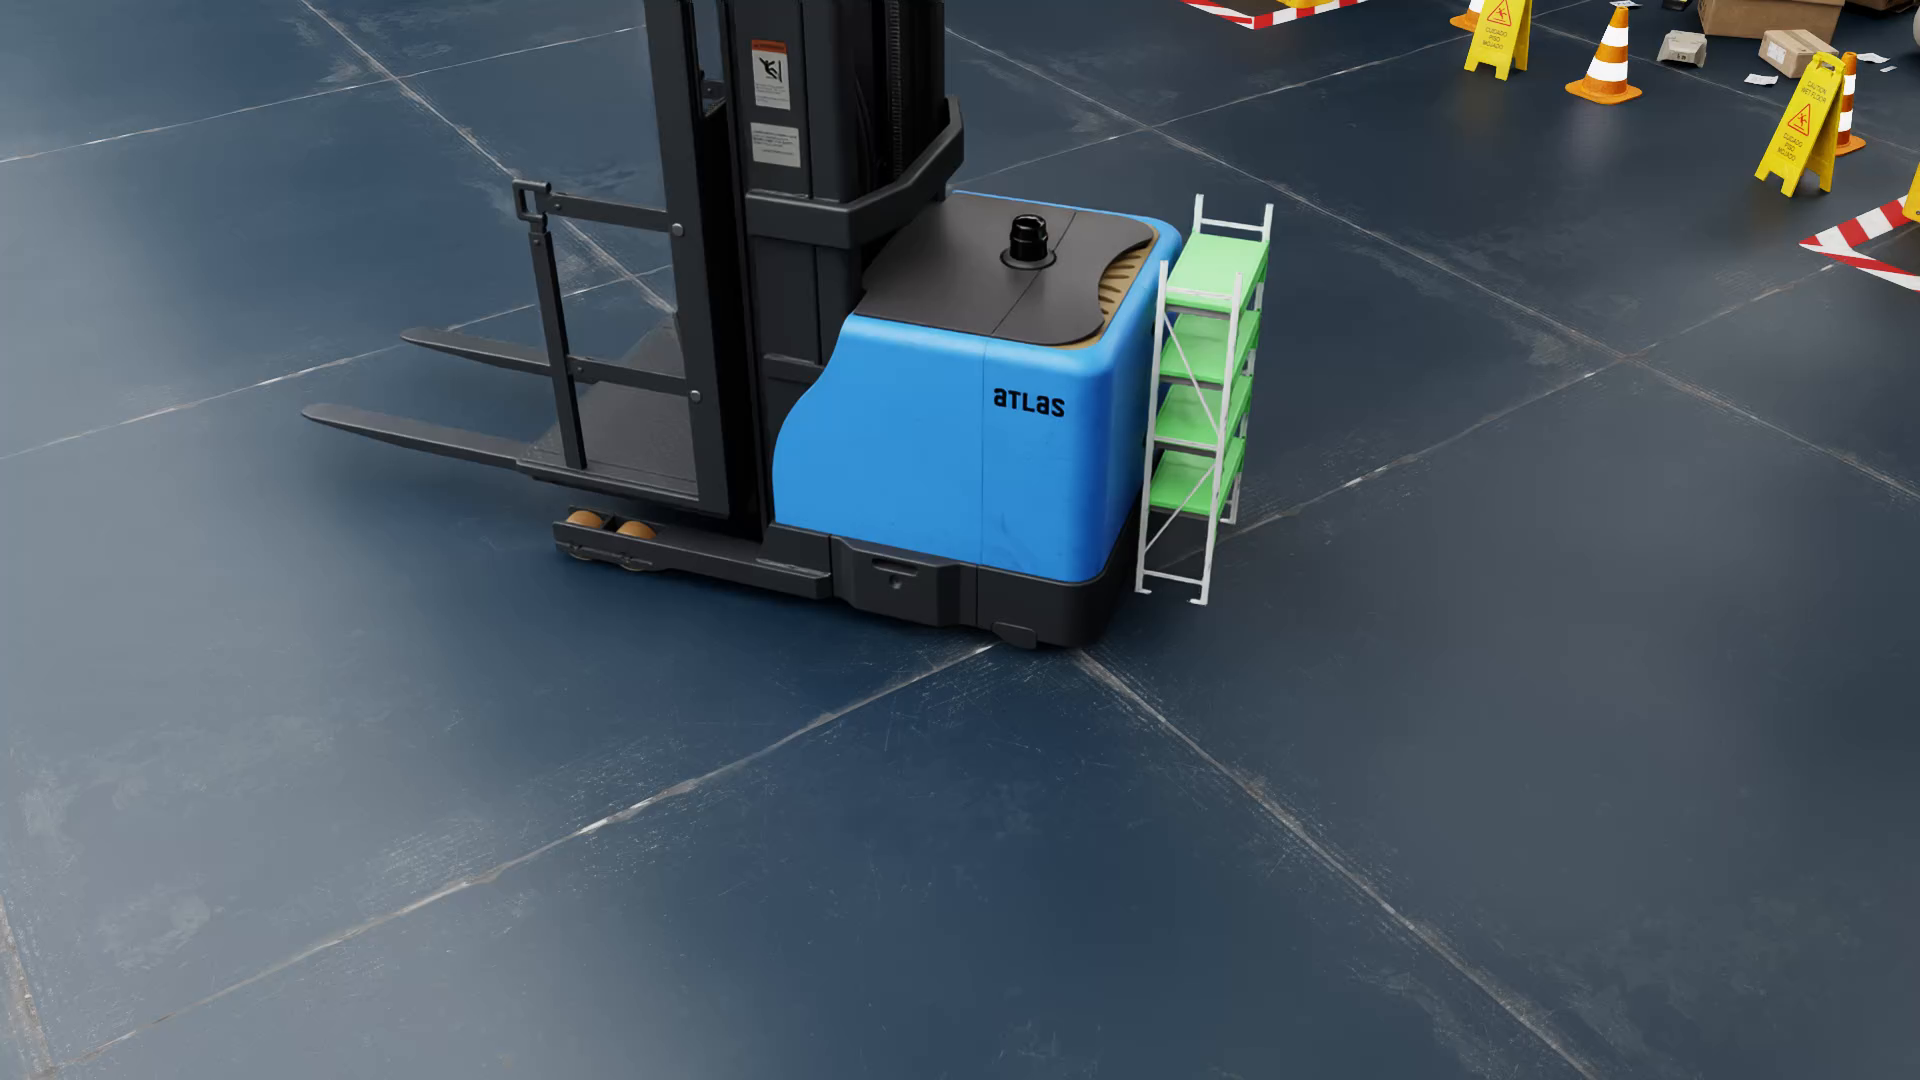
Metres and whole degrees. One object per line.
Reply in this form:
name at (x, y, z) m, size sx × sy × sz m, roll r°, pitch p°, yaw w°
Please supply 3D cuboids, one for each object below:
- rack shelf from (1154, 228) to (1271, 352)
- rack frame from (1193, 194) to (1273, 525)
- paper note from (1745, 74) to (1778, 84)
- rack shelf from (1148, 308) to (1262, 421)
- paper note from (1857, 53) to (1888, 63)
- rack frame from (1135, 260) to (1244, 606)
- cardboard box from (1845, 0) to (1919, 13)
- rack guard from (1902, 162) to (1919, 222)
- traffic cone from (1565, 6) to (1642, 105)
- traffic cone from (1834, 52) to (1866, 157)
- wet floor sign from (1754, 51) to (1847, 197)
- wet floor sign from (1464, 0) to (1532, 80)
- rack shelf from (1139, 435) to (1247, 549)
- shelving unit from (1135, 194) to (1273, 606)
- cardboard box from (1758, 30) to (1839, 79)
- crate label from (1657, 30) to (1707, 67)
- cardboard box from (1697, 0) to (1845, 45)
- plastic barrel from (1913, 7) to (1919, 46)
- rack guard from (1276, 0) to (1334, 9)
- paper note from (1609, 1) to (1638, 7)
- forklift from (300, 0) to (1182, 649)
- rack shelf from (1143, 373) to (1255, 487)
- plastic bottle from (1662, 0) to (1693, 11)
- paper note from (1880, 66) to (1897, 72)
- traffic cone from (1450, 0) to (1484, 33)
rack shelf at (0.774, -0.770, 5.081) m, size 0.258 × 0.148 × 0.480 m, roll 11°, pitch 37°, yaw 15°
rack frame at (0.852, -0.567, 5.511) m, size 0.240 × 1.200 × 0.015 m, roll 11°, pitch 37°, yaw 15°
paper note at (4.493, -2.586, 9.319) m, size 0.148 × 0.019 × 0.142 m, roll 22°, pitch 41°, yaw 28°
rack shelf at (0.774, -0.575, 5.221) m, size 0.258 × 0.148 × 0.480 m, roll 11°, pitch 37°, yaw 15°
paper note at (5.274, -2.795, 9.620) m, size 0.142 × 0.019 × 0.148 m, roll -9°, pitch 37°, yaw -12°
rack frame at (0.696, -0.297, 5.136) m, size 0.240 × 1.200 × 0.015 m, roll 11°, pitch 37°, yaw 15°
cardboard box at (5.604, -3.682, 10.323) m, size 0.503 × 0.637 × 0.797 m, roll -22°, pitch 41°, yaw -28°
rack guard at (4.930, -1.534, 7.455) m, size 0.348 × 0.500 × 1.175 m, roll -22°, pitch 41°, yaw -28°
traffic cone at (3.558, -2.669, 9.065) m, size 0.334 × 0.463 × 0.336 m, roll -22°, pitch 41°, yaw -28°
traffic cone at (4.476, -2.254, 8.487) m, size 0.334 × 0.463 × 0.336 m, roll -22°, pitch 41°, yaw -28°
wet floor sign at (4.096, -2.014, 7.998) m, size 0.232 × 0.644 × 0.267 m, roll -9°, pitch 37°, yaw -12°
wet floor sign at (3.050, -2.941, 9.287) m, size 0.267 × 0.644 × 0.232 m, roll 30°, pitch 45°, yaw 35°
rack shelf at (0.774, -0.186, 5.501) m, size 0.258 × 0.148 × 0.480 m, roll 11°, pitch 37°, yaw 15°
shelving unit at (0.774, -0.432, 5.324) m, size 0.258 × 1.200 × 0.503 m, roll 11°, pitch 37°, yaw 15°
cardboard box at (4.775, -2.771, 9.475) m, size 0.250 × 0.149 × 0.380 m, roll -3°, pitch 36°, yaw -4°
crate label at (4.165, -2.831, 9.569) m, size 0.250 × 0.136 × 0.298 m, roll 15°, pitch 38°, yaw 20°
cardboard box at (4.845, -3.309, 9.920) m, size 0.797 × 0.503 × 0.637 m, roll 9°, pitch 37°, yaw 12°
plastic barrel at (5.684, -2.895, 9.412) m, size 0.421 × 0.421 × 0.512 m, roll 3°, pitch 36°, yaw 4°
rack guard at (1.914, -3.829, 10.645) m, size 0.348 × 0.500 × 1.175 m, roll -22°, pitch 41°, yaw -28°
paper note at (4.159, -3.349, 10.381) m, size 0.142 × 0.017 × 0.144 m, roll -9°, pitch 37°, yaw -12°
forklift at (-0.847, -1.362, 5.134) m, size 3.031 × 2.935 × 1.130 m, roll 11°, pitch 37°, yaw 15°
rack shelf at (0.774, -0.381, 5.361) m, size 0.258 × 0.148 × 0.480 m, roll 11°, pitch 37°, yaw 15°
plastic bottle at (4.505, -3.387, 10.407) m, size 0.133 × 0.061 × 0.283 m, roll 22°, pitch 41°, yaw 28°
paper note at (5.289, -2.683, 9.472) m, size 0.123 × 0.001 × 0.032 m, roll -22°, pitch 41°, yaw -28°
traffic cone at (3.185, -3.323, 9.974) m, size 0.334 × 0.463 × 0.336 m, roll -22°, pitch 41°, yaw -28°
